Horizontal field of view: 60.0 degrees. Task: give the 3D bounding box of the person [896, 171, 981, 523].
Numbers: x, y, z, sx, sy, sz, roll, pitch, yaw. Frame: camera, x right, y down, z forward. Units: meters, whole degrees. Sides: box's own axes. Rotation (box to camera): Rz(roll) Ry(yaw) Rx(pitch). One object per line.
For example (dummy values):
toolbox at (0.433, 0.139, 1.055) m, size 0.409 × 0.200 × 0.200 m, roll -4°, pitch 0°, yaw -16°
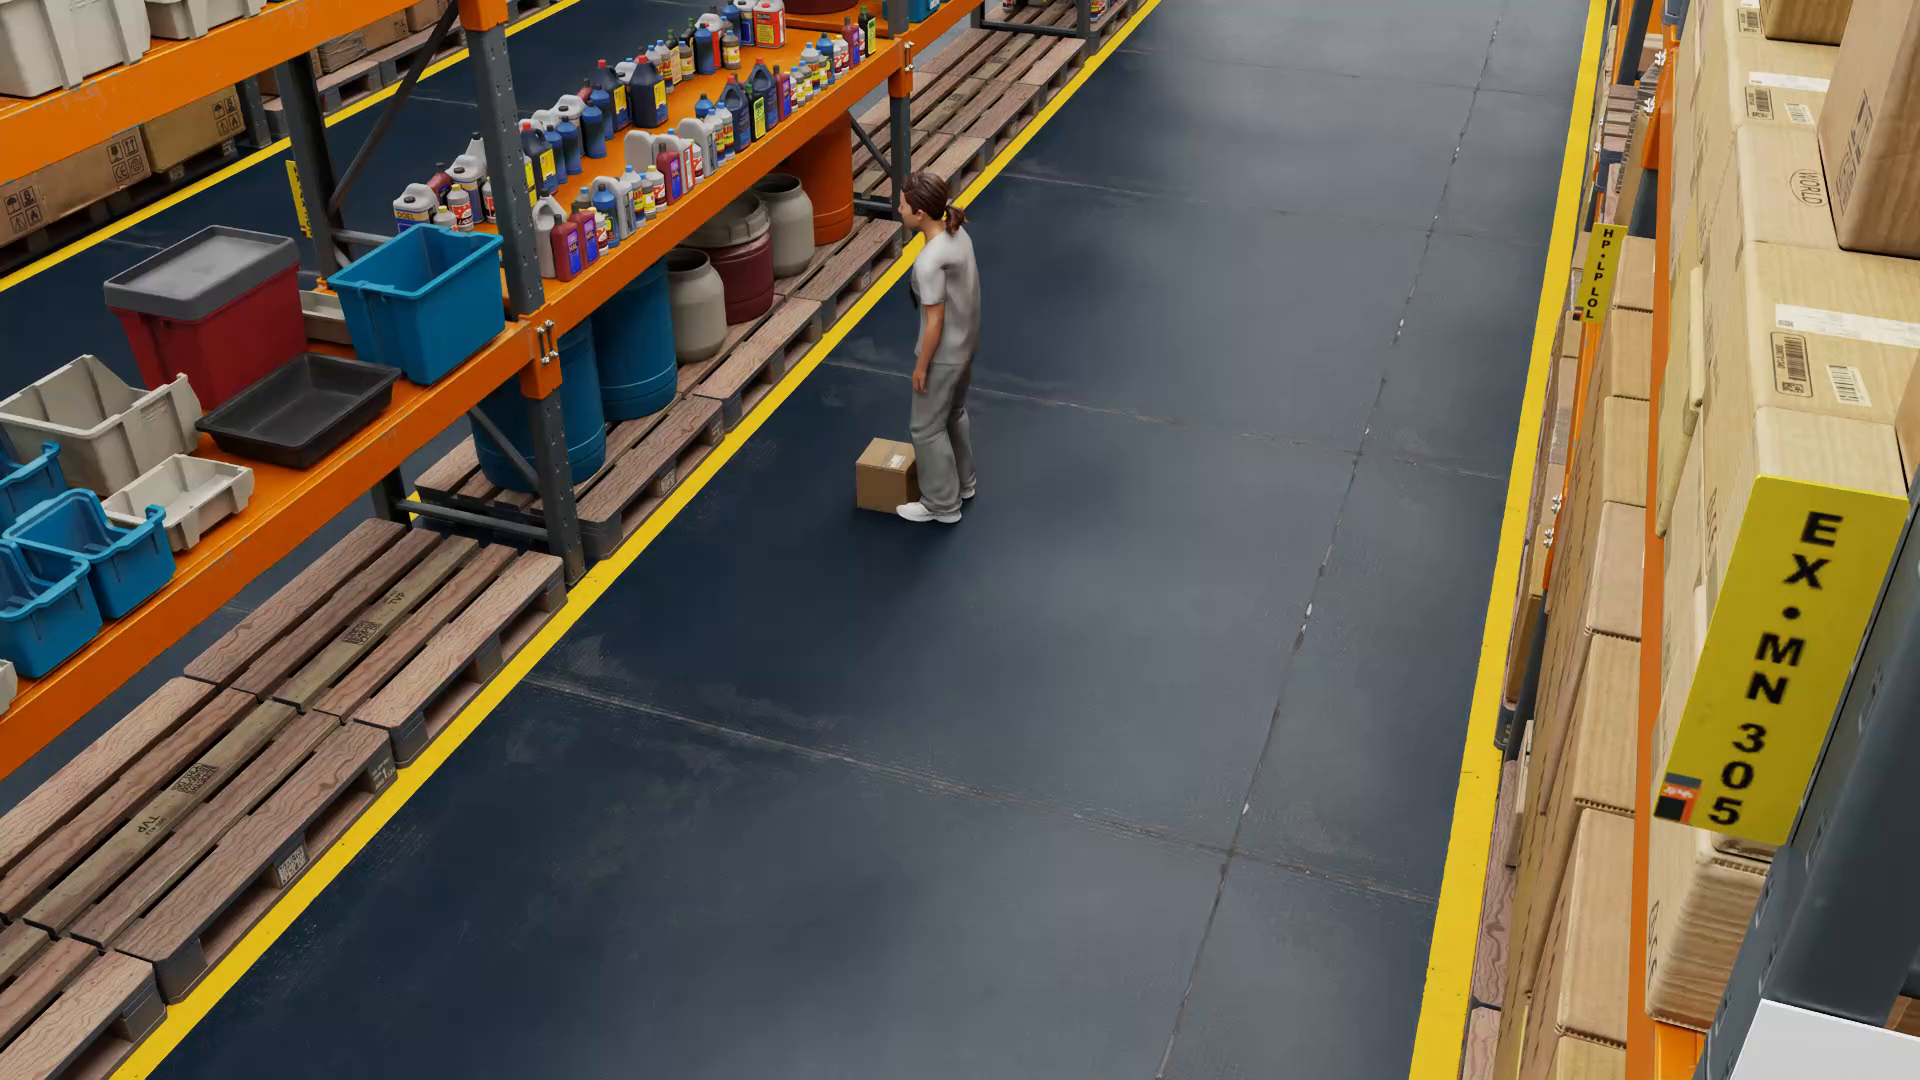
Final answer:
person at (-0.095, -0.850, 7.432) m, size 0.360 × 1.672 × 0.514 m, roll 9°, pitch 34°, yaw 14°
